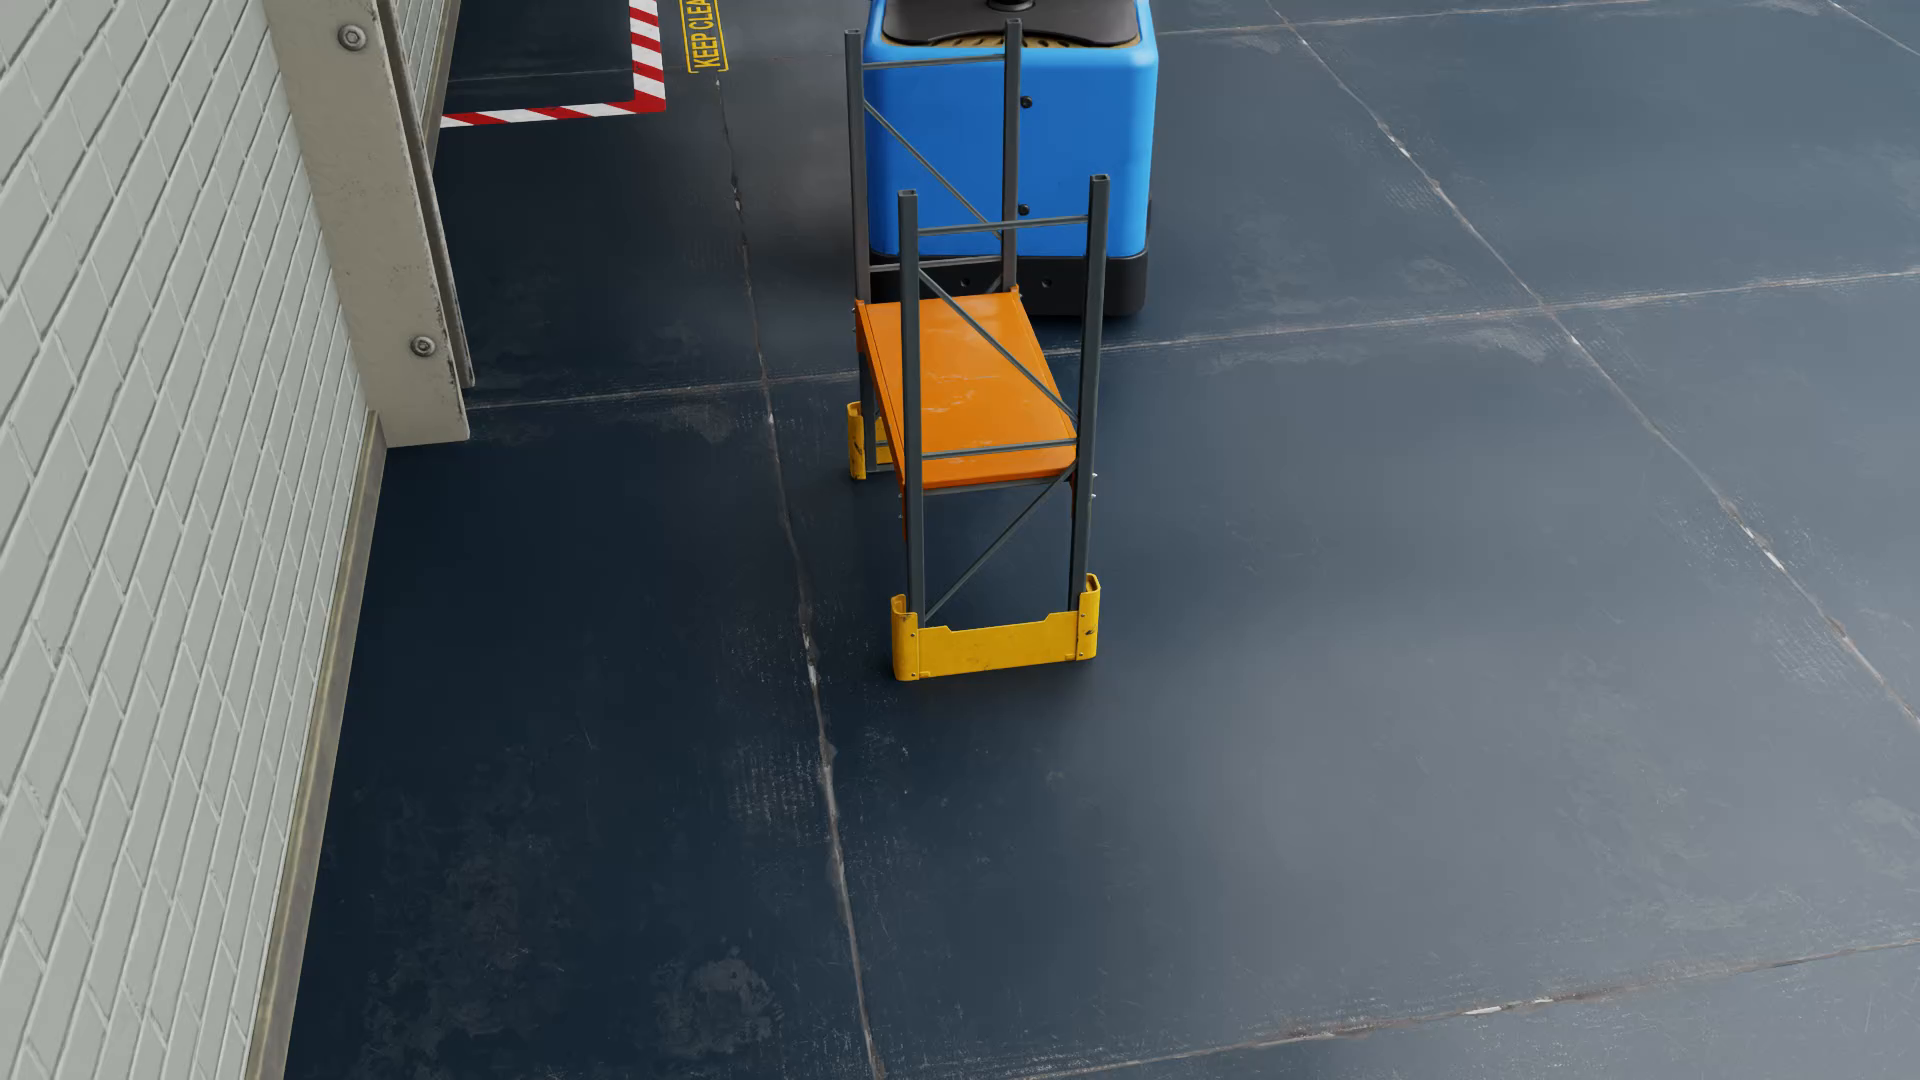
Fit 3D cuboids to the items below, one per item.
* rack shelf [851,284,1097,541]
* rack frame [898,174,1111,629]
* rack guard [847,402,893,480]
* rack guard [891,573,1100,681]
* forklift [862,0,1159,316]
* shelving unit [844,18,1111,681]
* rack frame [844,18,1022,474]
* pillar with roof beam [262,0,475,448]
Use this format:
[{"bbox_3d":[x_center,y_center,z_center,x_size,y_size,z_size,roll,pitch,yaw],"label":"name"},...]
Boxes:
[{"bbox_3d":[0.015,-0.399,4.834,0.538,0.185,1.000,-6,38,-8],"label":"rack shelf"},{"bbox_3d":[0.104,-0.234,4.328,0.500,1.500,0.032,-6,38,-8],"label":"rack frame"},{"bbox_3d":[-0.074,-0.353,5.501,0.587,0.250,0.087,-6,38,-8],"label":"rack guard"},{"bbox_3d":[0.101,0.248,4.727,0.587,0.250,0.087,-6,38,-8],"label":"rack guard"},{"bbox_3d":[0.204,-2.870,6.555,1.130,2.935,3.031,1,38,1],"label":"forklift"},{"bbox_3d":[0.013,-0.546,4.731,0.587,1.500,1.083,-6,38,-8],"label":"shelving unit"},{"bbox_3d":[-0.074,-0.848,5.119,0.500,1.500,0.032,-6,38,-8],"label":"rack frame"},{"bbox_3d":[2.370,-4.463,3.660,9.100,9.000,0.400,-6,38,-8],"label":"pillar with roof beam"}]
